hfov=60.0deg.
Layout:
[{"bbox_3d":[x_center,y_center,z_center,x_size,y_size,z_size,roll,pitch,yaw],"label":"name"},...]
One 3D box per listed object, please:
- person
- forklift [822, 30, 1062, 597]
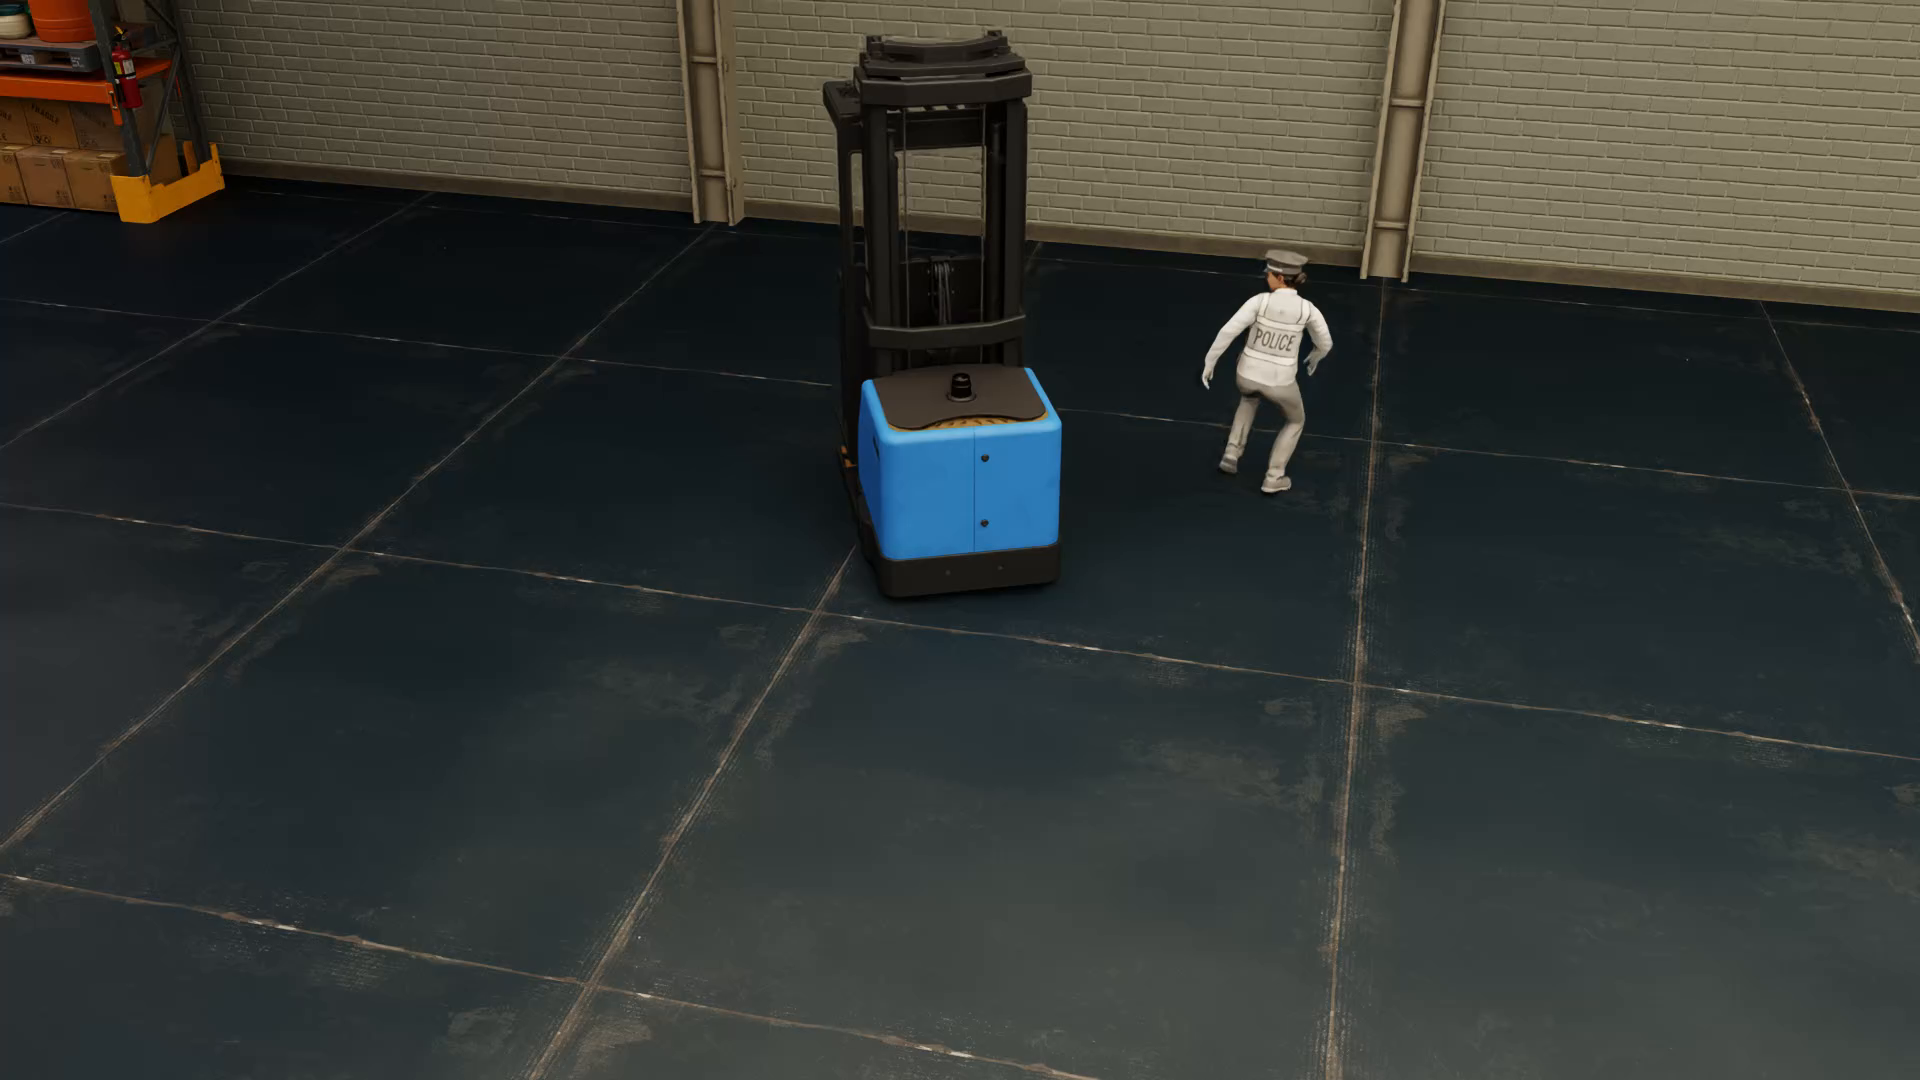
[{"bbox_3d":[1.934,-1.048,10.404,0.703,1.581,0.615,13,32,21],"label":"person"},{"bbox_3d":[-0.204,-1.660,10.100,1.130,2.935,3.031,-5,30,-9],"label":"forklift"}]
